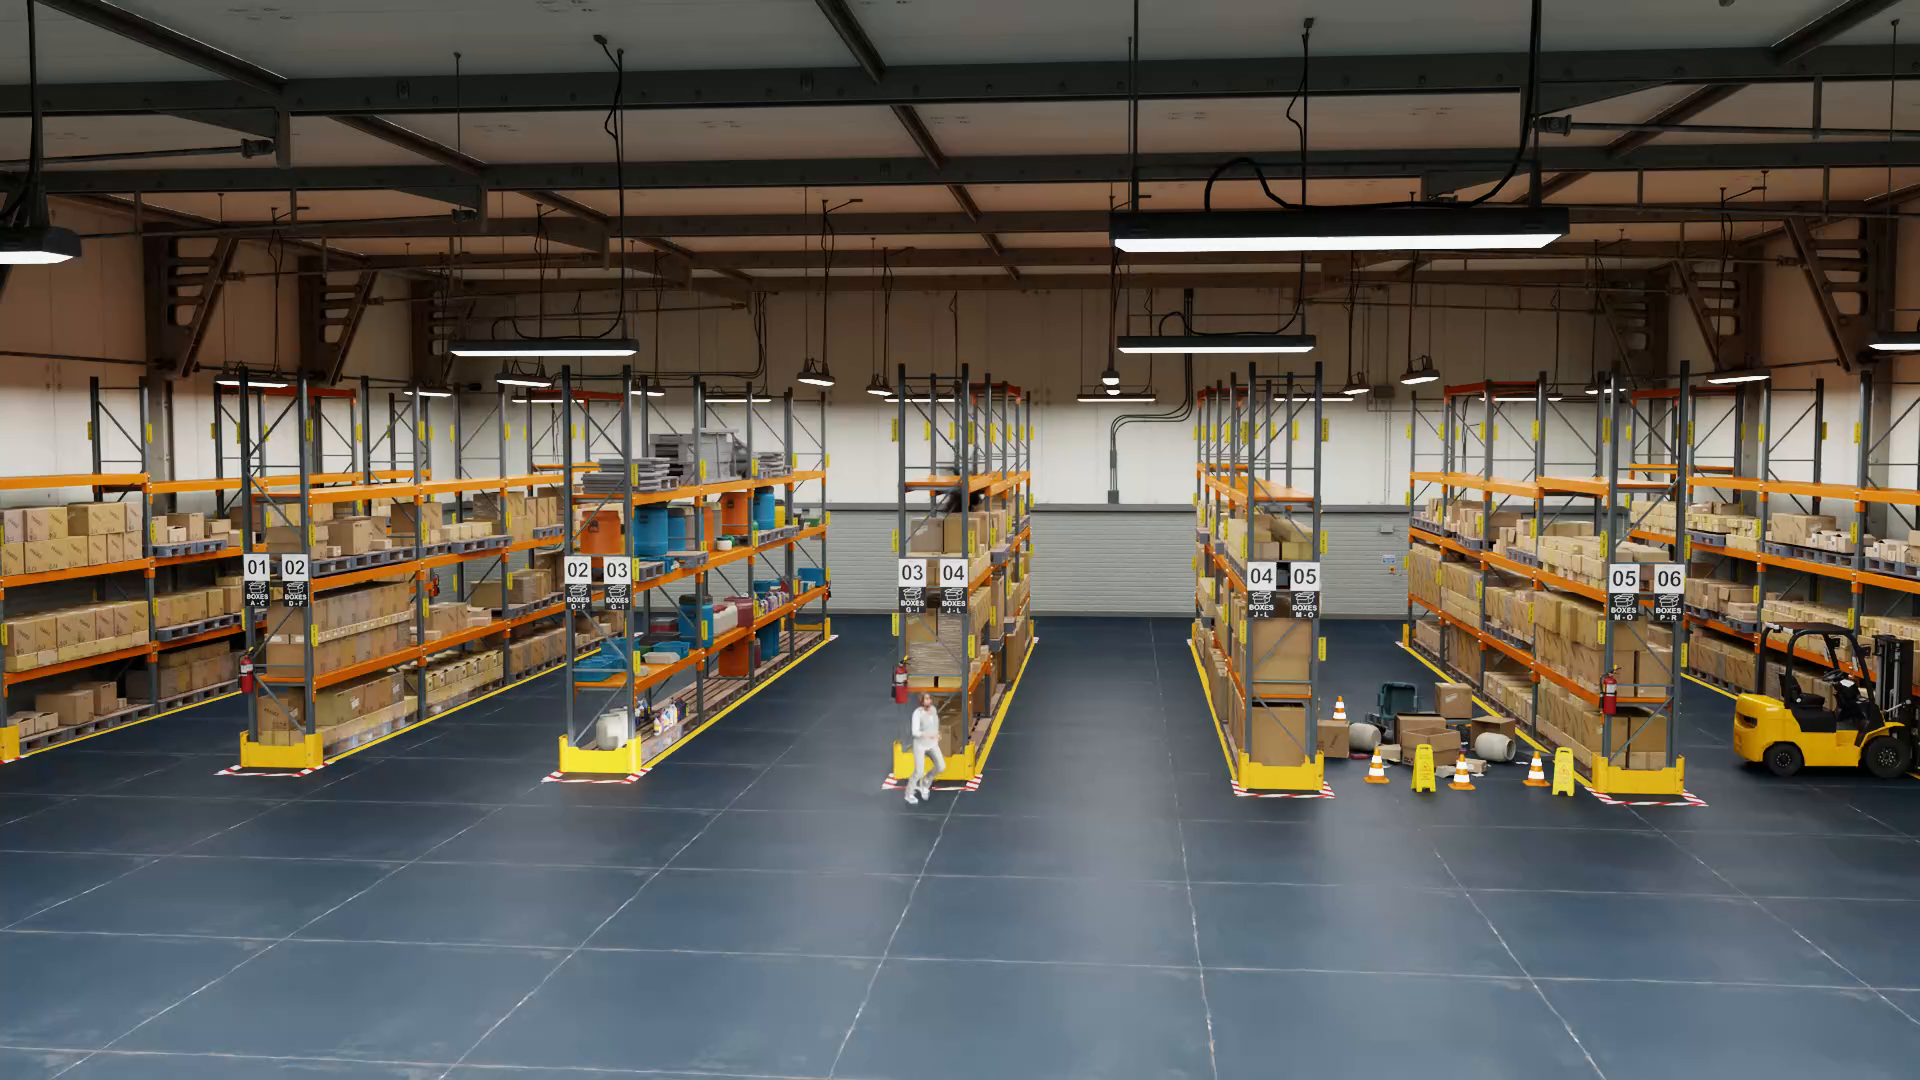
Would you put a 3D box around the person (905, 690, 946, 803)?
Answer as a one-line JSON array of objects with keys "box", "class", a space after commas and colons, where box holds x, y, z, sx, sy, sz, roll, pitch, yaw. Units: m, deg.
[{"box": [-0.437, 2.787, 22.298, 0.563, 1.540, 0.747, -3, 5, -37], "class": "person"}]
